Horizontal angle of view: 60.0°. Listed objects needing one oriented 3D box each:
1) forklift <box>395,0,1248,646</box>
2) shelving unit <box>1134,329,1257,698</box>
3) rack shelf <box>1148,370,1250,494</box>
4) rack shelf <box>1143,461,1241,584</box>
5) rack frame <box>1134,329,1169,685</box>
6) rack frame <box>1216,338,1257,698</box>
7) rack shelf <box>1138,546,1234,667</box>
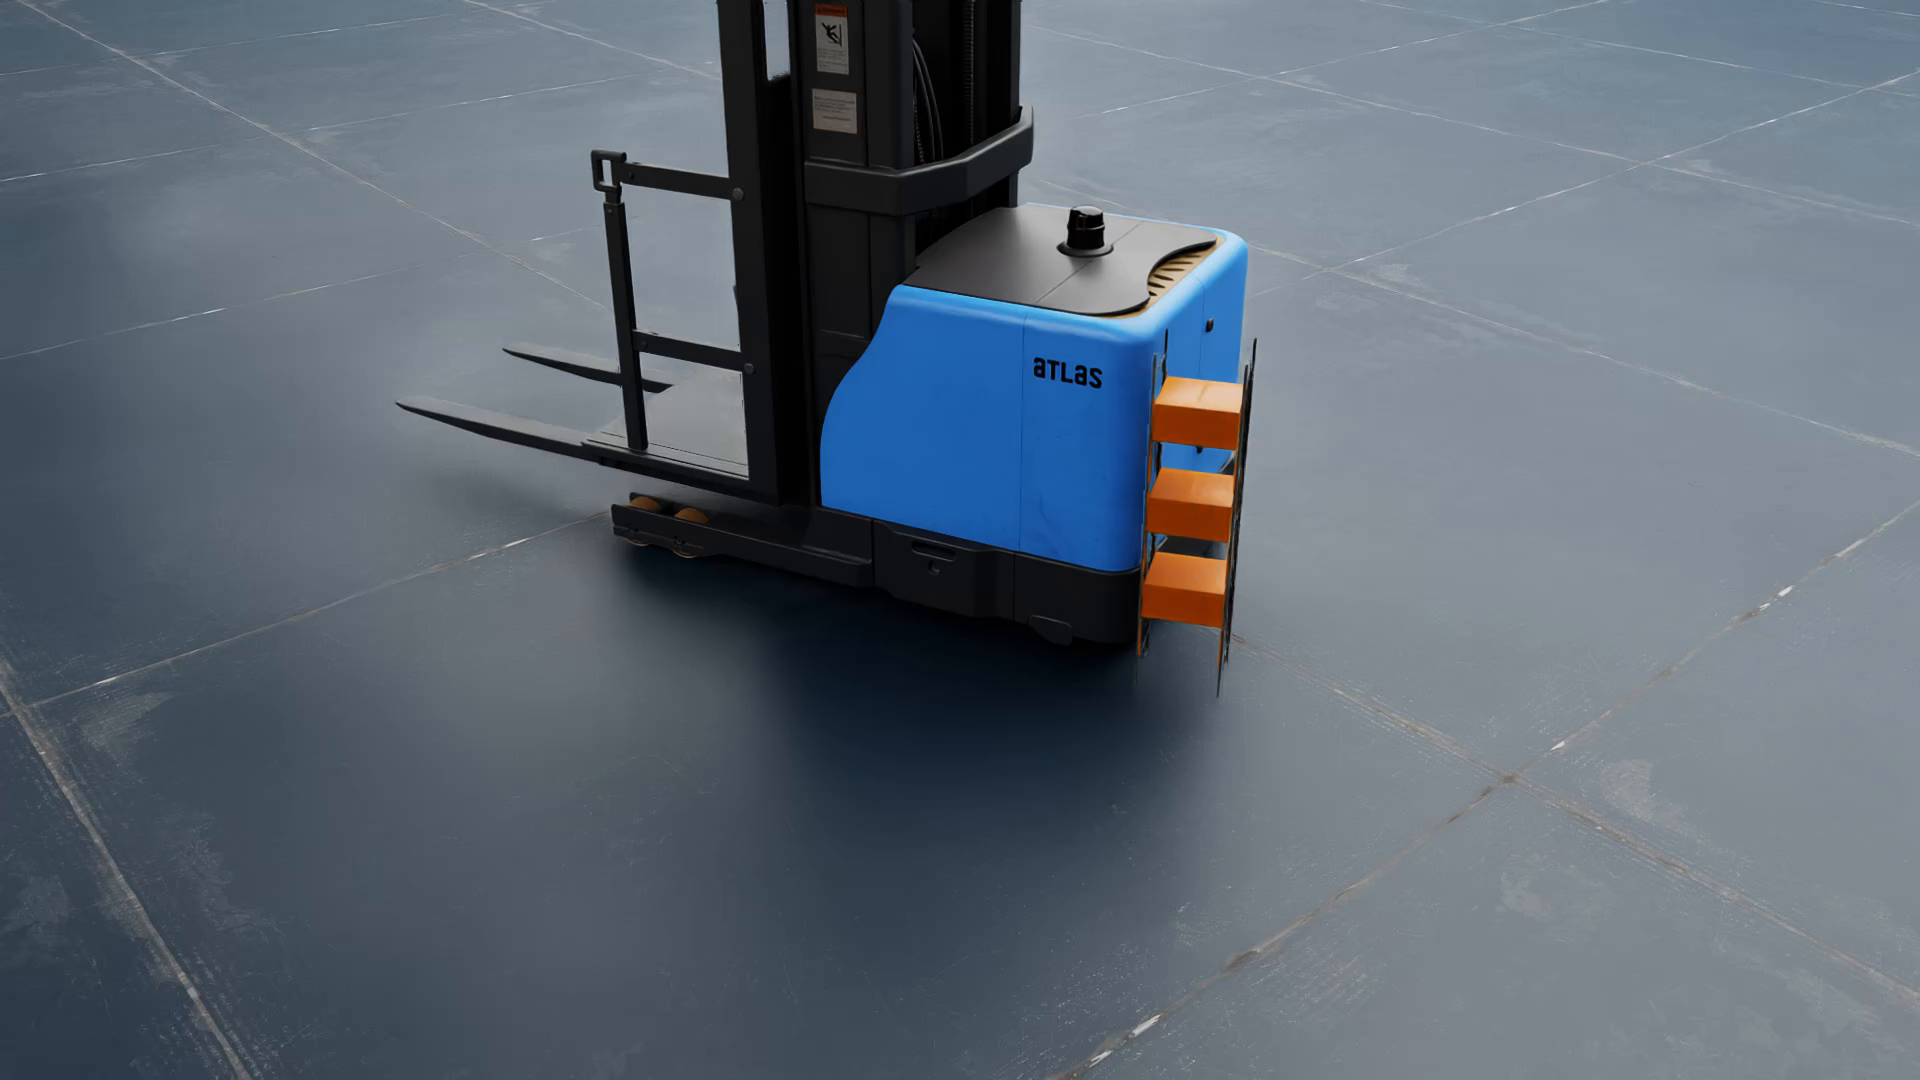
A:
[{"bbox_3d":[-0.619,-1.437,5.330,3.031,2.935,1.130,13,31,23],"label":"forklift"},{"bbox_3d":[0.666,-0.062,4.751,0.252,1.050,0.215,8,29,14],"label":"shelving unit"},{"bbox_3d":[0.666,-0.303,4.622,0.240,0.259,0.215,8,29,14],"label":"rack shelf"},{"bbox_3d":[0.666,-0.052,4.756,0.240,0.259,0.215,8,29,14],"label":"rack shelf"},{"bbox_3d":[0.549,-0.078,4.781,0.008,1.050,0.200,8,29,14],"label":"rack frame"},{"bbox_3d":[0.784,-0.046,4.722,0.008,1.050,0.200,8,29,14],"label":"rack frame"},{"bbox_3d":[0.666,0.193,4.887,0.240,0.259,0.215,8,29,14],"label":"rack shelf"}]
